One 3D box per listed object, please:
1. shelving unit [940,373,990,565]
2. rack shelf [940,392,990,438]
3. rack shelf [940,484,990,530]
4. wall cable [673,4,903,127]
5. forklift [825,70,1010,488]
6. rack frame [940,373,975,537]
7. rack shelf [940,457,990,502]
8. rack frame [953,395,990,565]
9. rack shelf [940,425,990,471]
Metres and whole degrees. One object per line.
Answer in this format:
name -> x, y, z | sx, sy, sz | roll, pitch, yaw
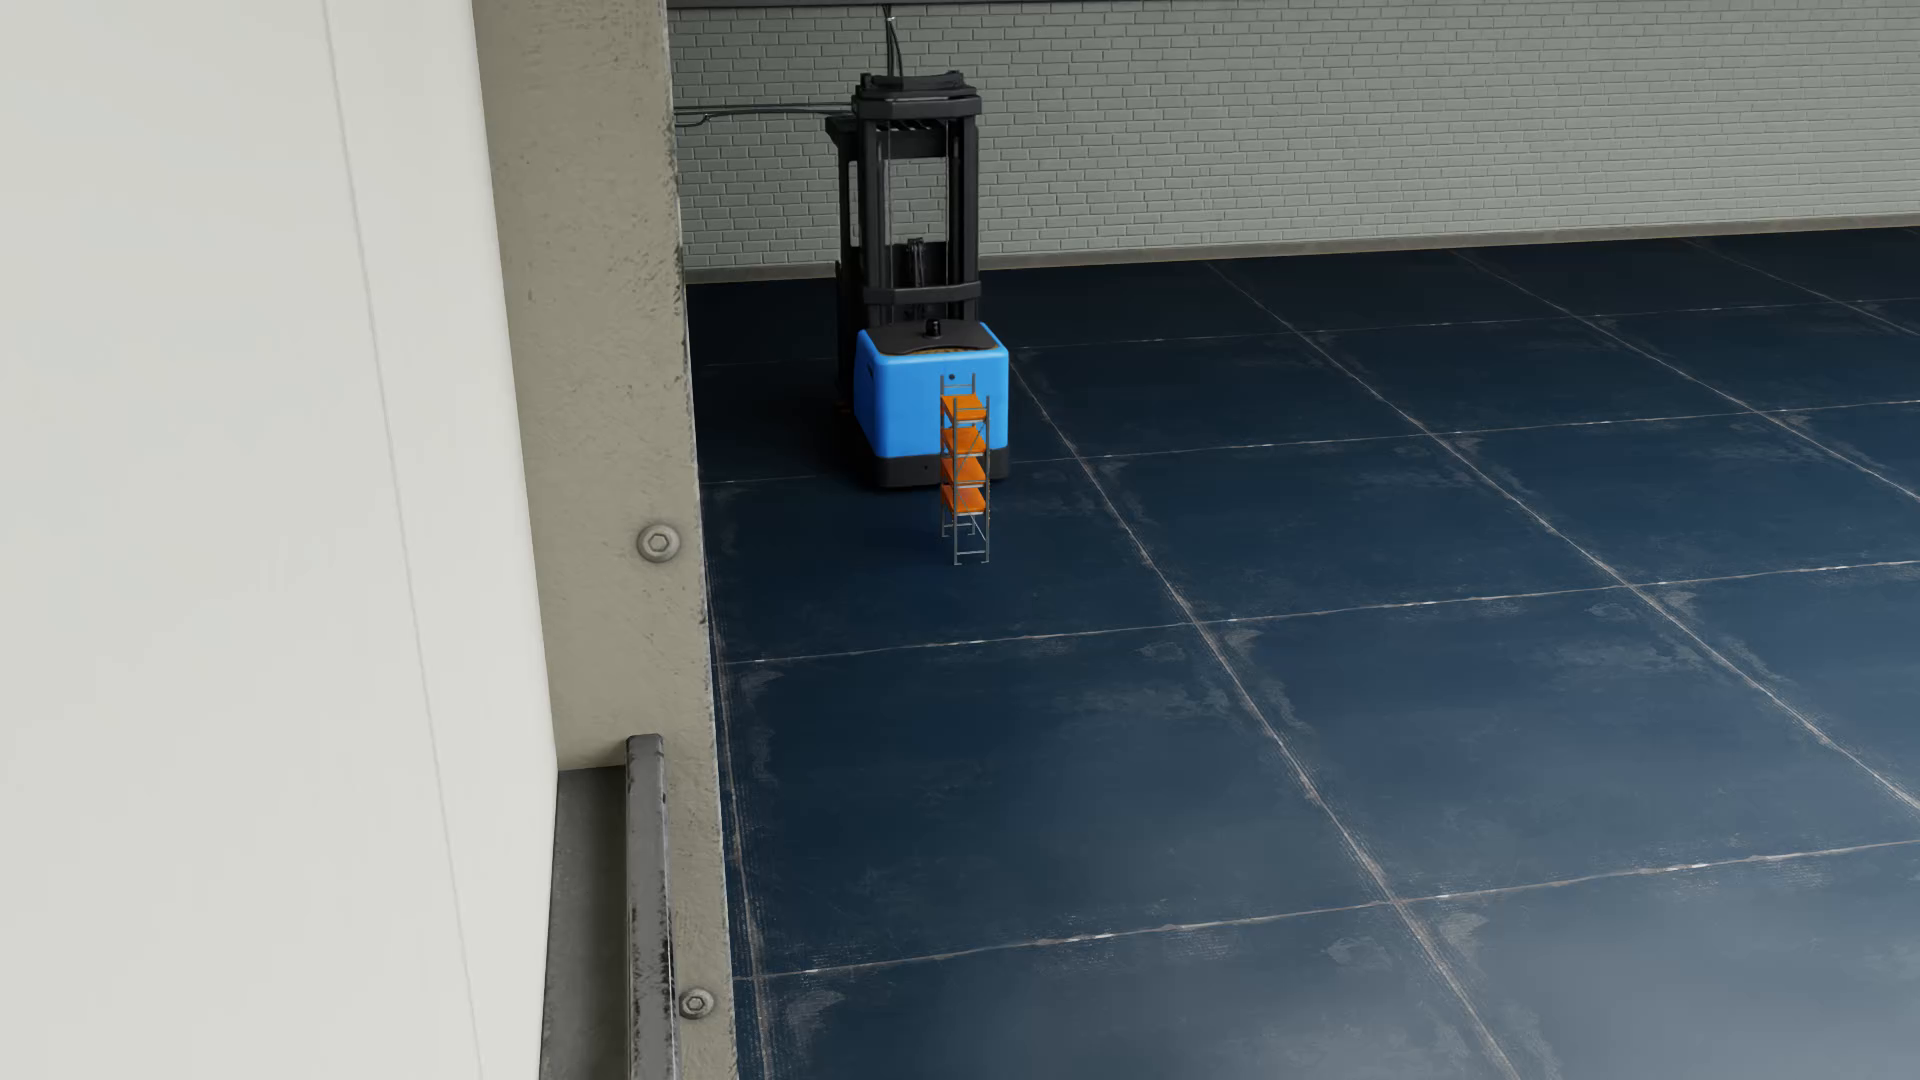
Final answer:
shelving unit -> 0.031, -0.485, 11.361 | 0.258, 1.200, 0.503 | -4, 24, -10
rack shelf -> 0.031, -0.845, 11.203 | 0.258, 0.148, 0.480 | -4, 24, -10
rack shelf -> 0.031, -0.241, 11.467 | 0.258, 0.148, 0.480 | -4, 24, -10
wall cable -> -2.122, -5.545, 17.082 | 3.097, 2.526, 0.112 | -4, 24, -10
forklift -> -0.450, -2.296, 13.345 | 1.130, 2.935, 3.031 | -5, 24, -12
rack frame -> -0.014, -0.581, 11.581 | 0.240, 1.200, 0.015 | -4, 24, -10
rack shelf -> 0.031, -0.423, 11.388 | 0.258, 0.148, 0.480 | -4, 24, -10
rack frame -> 0.076, -0.389, 11.141 | 0.240, 1.200, 0.015 | -4, 24, -10
rack shelf -> 0.031, -0.628, 11.298 | 0.258, 0.148, 0.480 | -4, 24, -10
